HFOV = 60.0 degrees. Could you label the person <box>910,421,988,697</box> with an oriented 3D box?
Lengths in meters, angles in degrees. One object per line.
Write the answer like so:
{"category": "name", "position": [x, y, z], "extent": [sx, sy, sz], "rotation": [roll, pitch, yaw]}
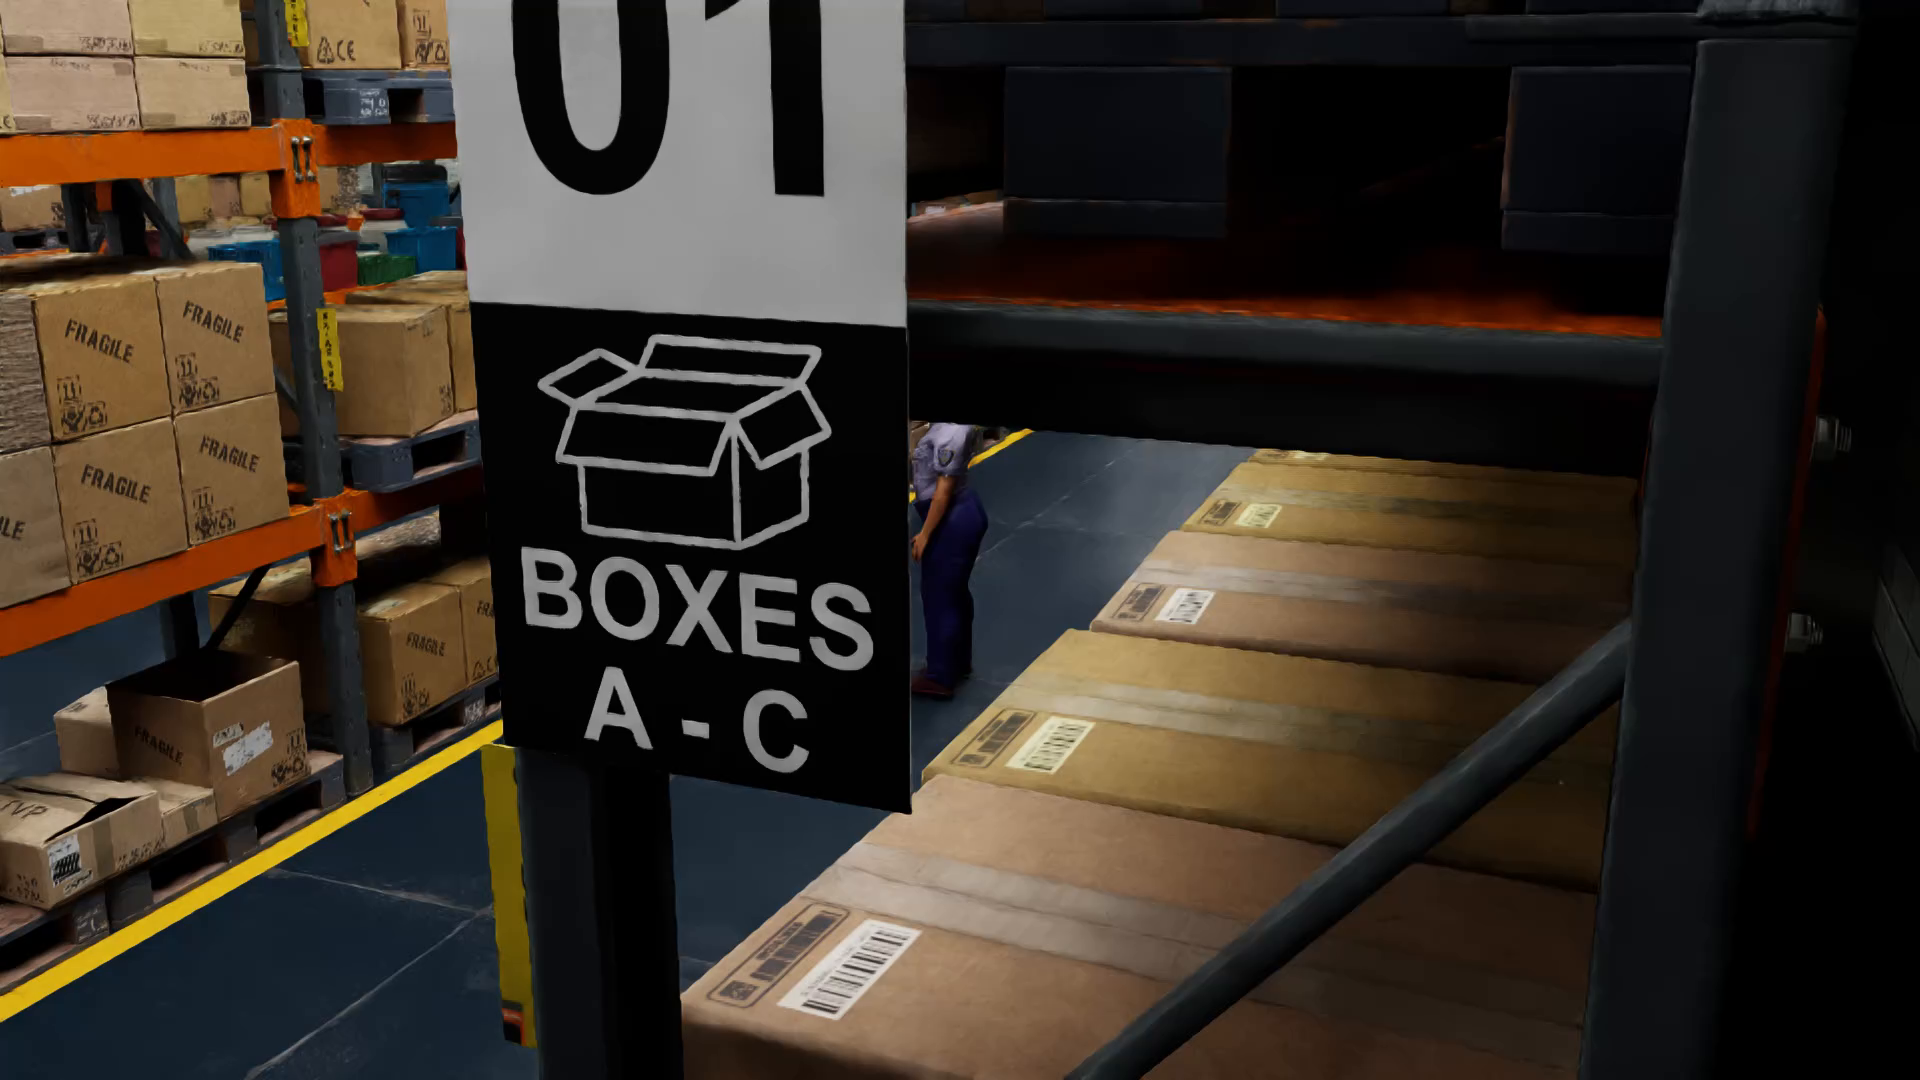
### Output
{"category": "person", "position": [-0.073, -0.044, 8.205], "extent": [0.399, 1.684, 0.515], "rotation": [2, 16, 7]}
